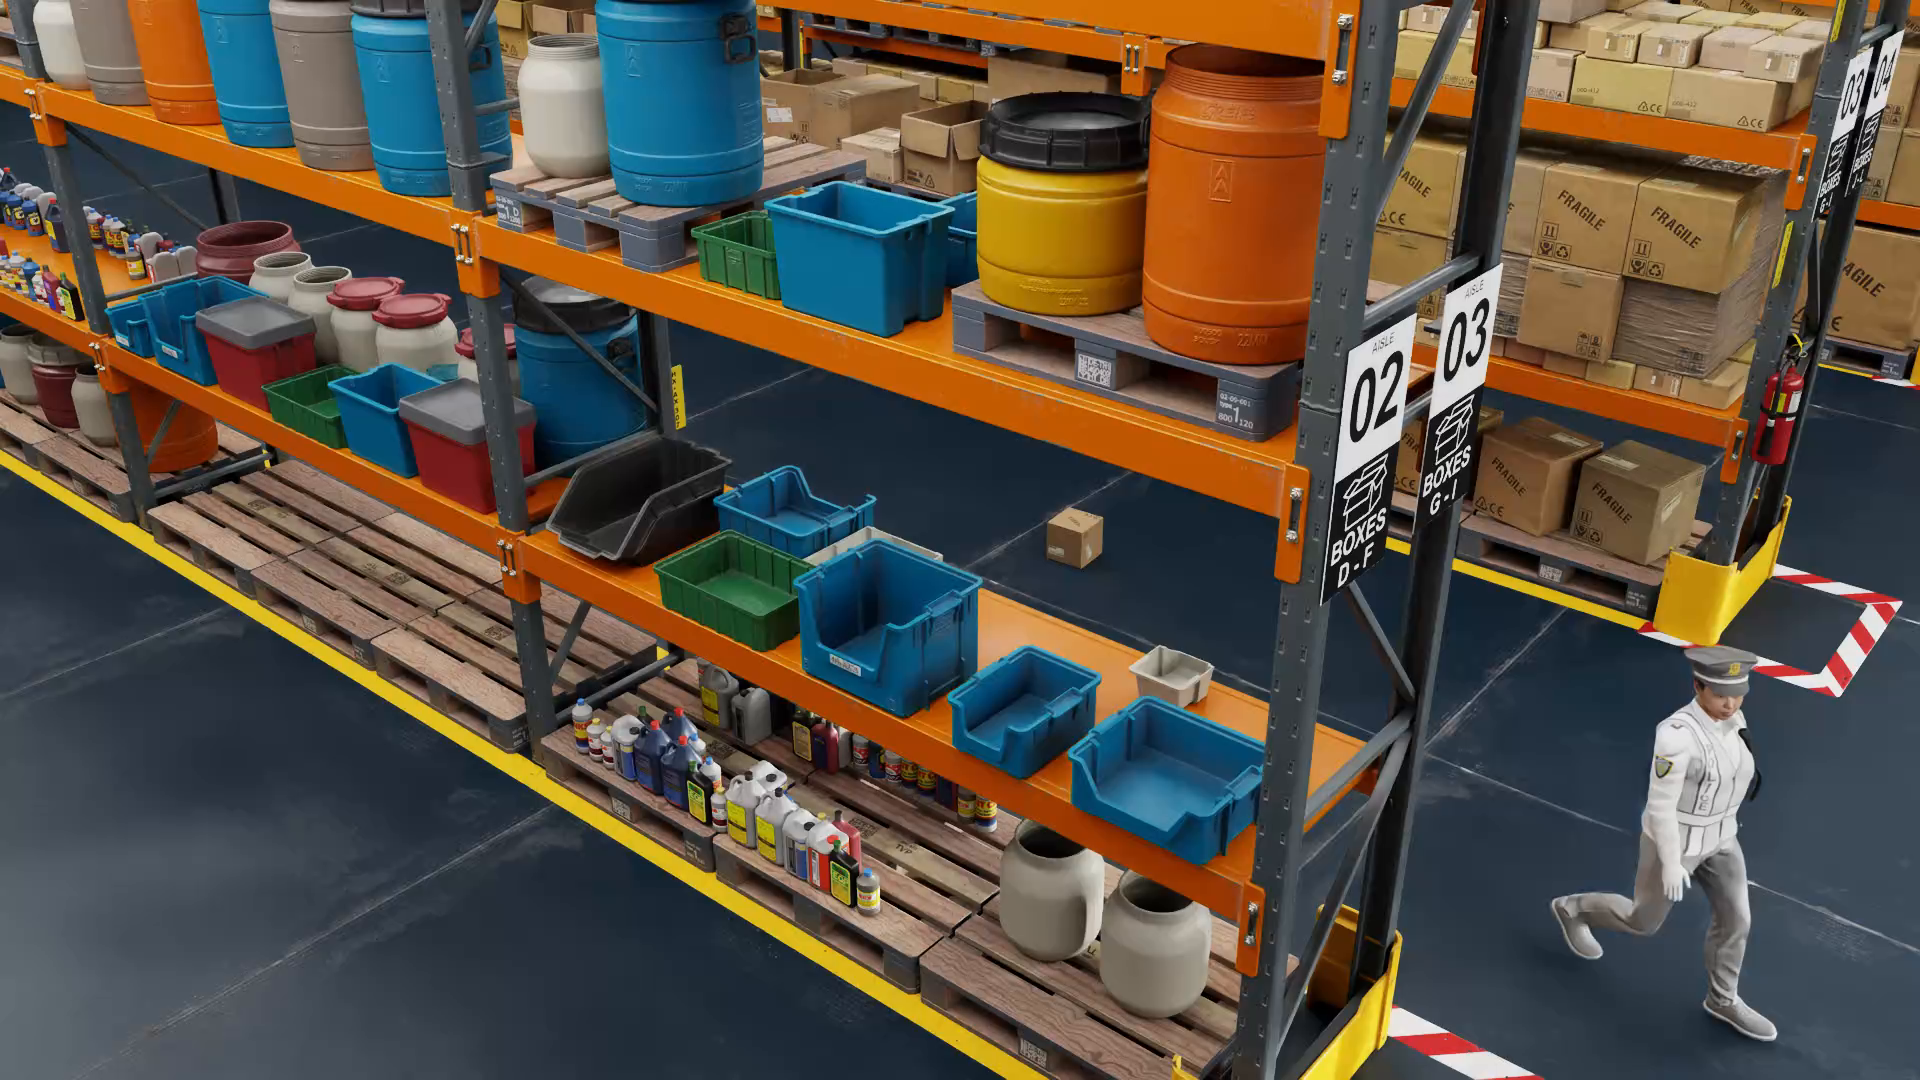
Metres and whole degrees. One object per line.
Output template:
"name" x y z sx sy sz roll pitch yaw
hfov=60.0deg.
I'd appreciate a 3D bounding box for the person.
"person" 2.806 1.129 6.423 0.511 1.634 0.912 -17 32 -30
